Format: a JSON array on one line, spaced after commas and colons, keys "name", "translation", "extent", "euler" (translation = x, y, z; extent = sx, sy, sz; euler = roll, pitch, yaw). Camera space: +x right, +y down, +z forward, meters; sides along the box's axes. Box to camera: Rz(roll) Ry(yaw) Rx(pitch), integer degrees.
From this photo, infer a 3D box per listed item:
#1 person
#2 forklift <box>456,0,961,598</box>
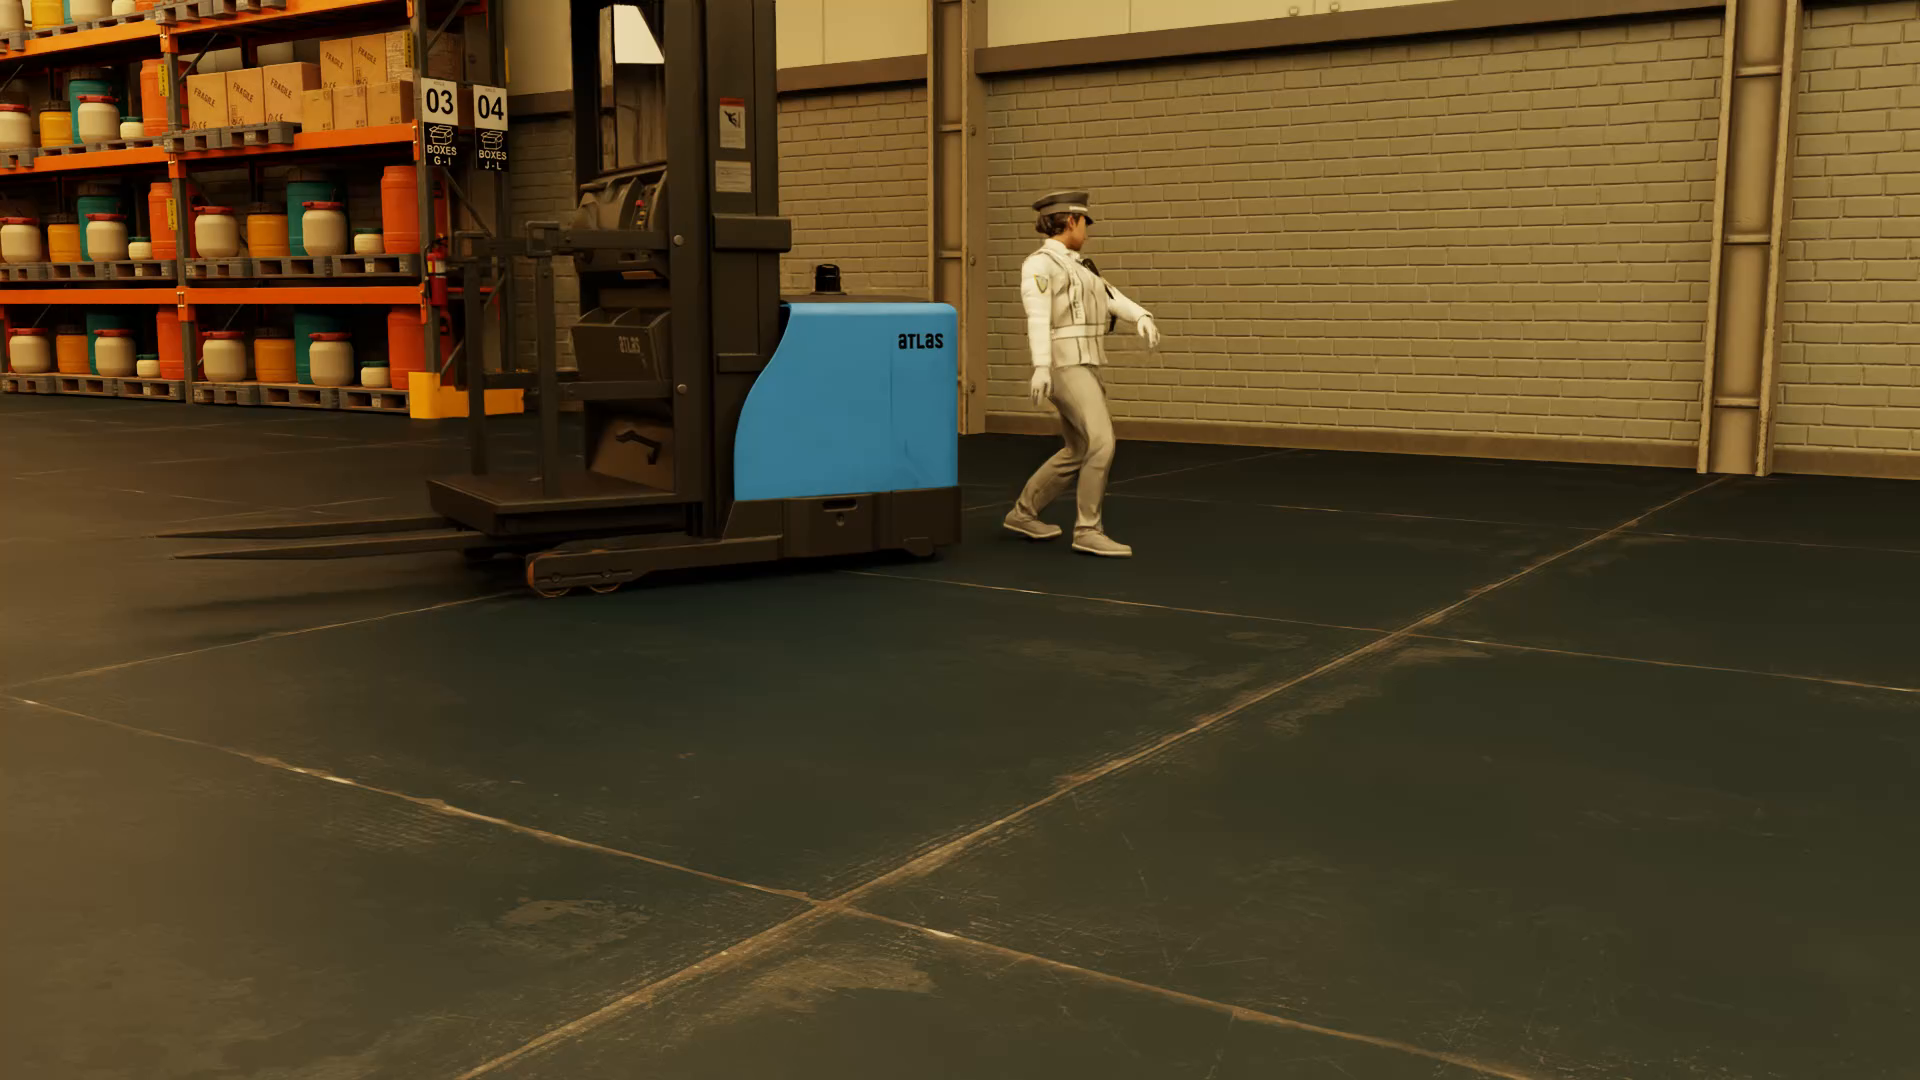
[{"name": "person", "translation": [0.482, -0.715, 7.221], "extent": [0.786, 1.538, 0.670], "euler": [3, 9, 21]}, {"name": "forklift", "translation": [-1.054, -1.331, 6.777], "extent": [1.939, 2.867, 1.129], "euler": [-5, 9, -31]}]
